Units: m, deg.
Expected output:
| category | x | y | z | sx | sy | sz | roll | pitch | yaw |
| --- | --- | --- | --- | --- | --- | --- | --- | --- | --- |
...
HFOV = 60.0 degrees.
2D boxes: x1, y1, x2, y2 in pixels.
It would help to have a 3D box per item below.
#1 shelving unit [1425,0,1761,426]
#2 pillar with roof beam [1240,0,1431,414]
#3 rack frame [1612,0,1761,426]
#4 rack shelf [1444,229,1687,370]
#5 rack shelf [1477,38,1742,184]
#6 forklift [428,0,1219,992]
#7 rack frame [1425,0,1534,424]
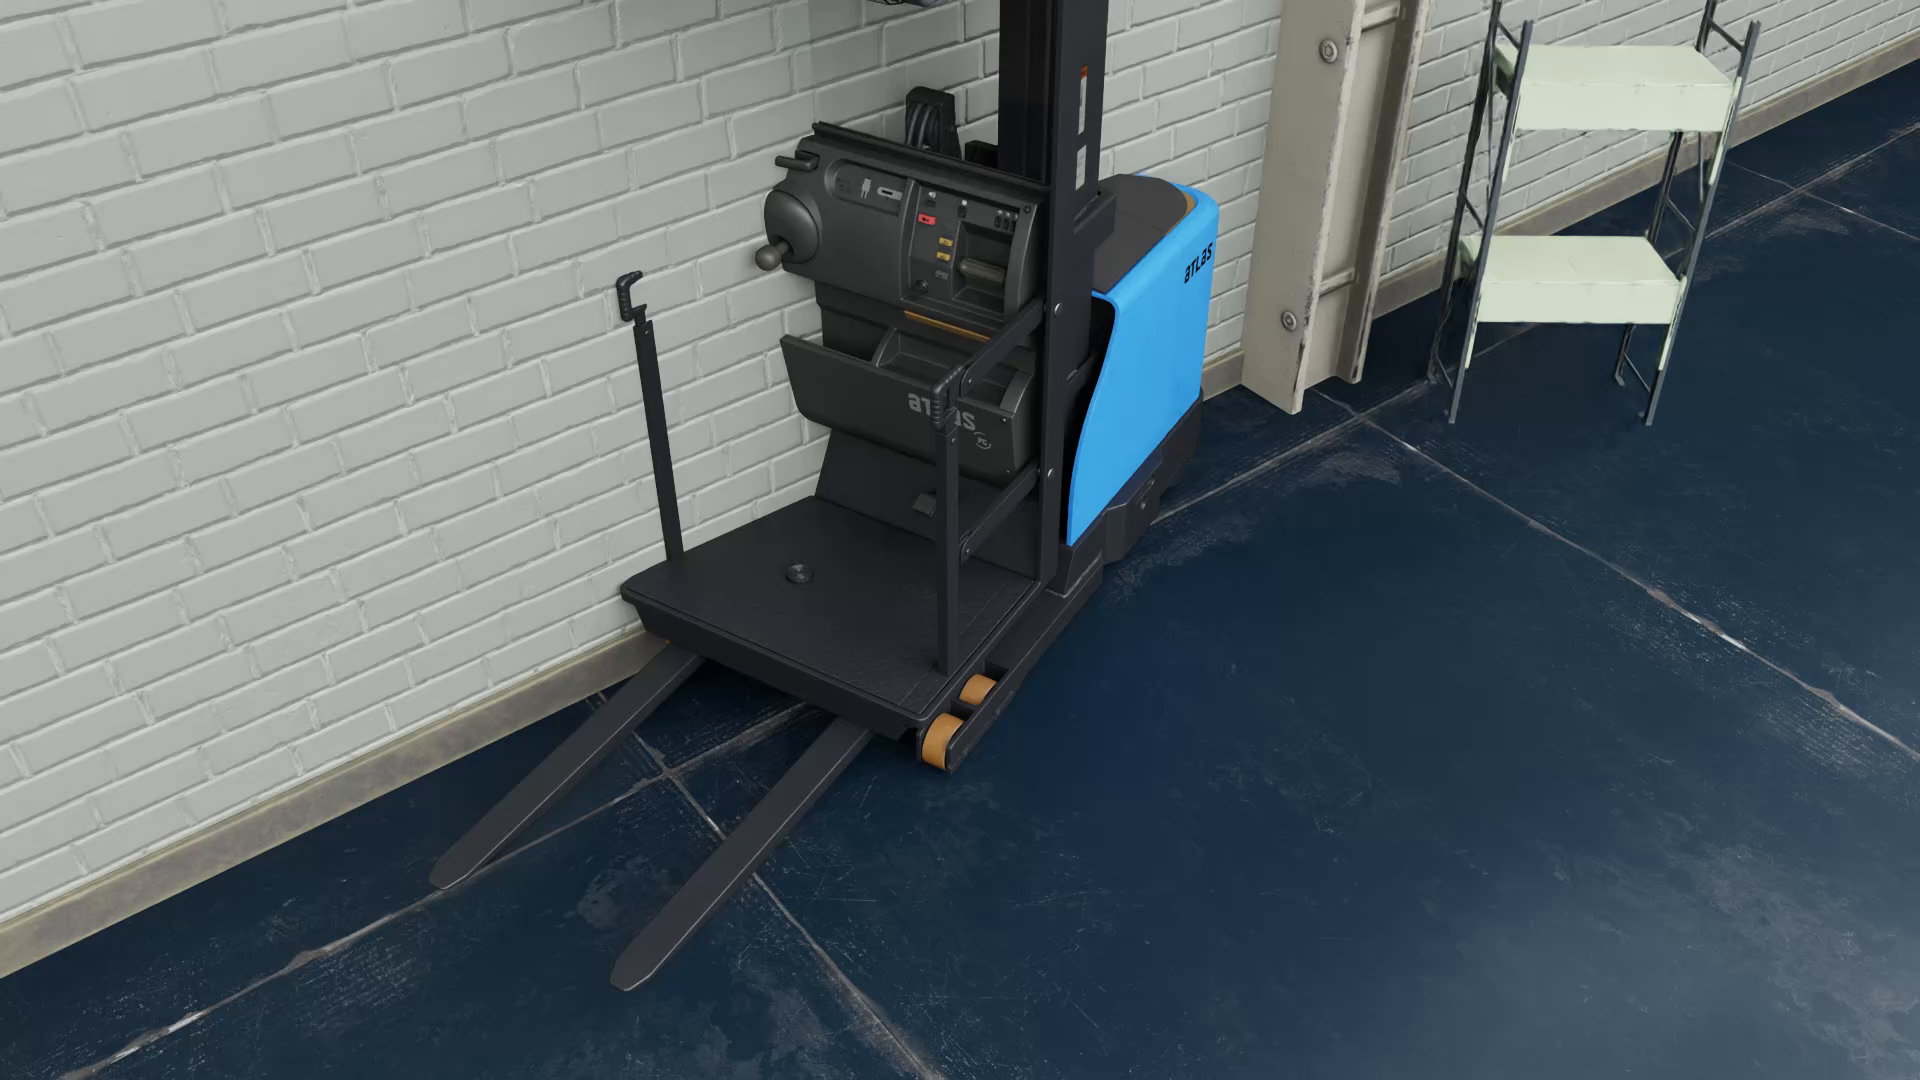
| category | x | y | z | sx | sy | sz | roll | pitch | yaw |
| --- | --- | --- | --- | --- | --- | --- | --- | --- | --- |
| shelving unit | 2.208 | -1.162 | 5.954 | 0.755 | 1.500 | 0.431 | 1 | 34 | 0 |
| pillar with roof beam | 3.949 | -1.944 | 1.024 | 0.400 | 9.000 | 9.100 | -26 | 46 | -28 |
| rack frame | 2.574 | -1.158 | 5.951 | 0.023 | 1.500 | 0.400 | 1 | 34 | 0 |
| rack shelf | 2.207 | -0.892 | 6.137 | 0.720 | 0.370 | 0.431 | 1 | 34 | 0 |
| rack shelf | 2.210 | -1.484 | 5.734 | 0.720 | 0.370 | 0.431 | 1 | 34 | 0 |
| forklift | -0.323 | -0.791 | 4.403 | 1.130 | 2.935 | 3.031 | 21 | 44 | 23 |
| rack frame | 1.842 | -1.165 | 5.956 | 0.023 | 1.500 | 0.400 | 1 | 34 | 0 |
